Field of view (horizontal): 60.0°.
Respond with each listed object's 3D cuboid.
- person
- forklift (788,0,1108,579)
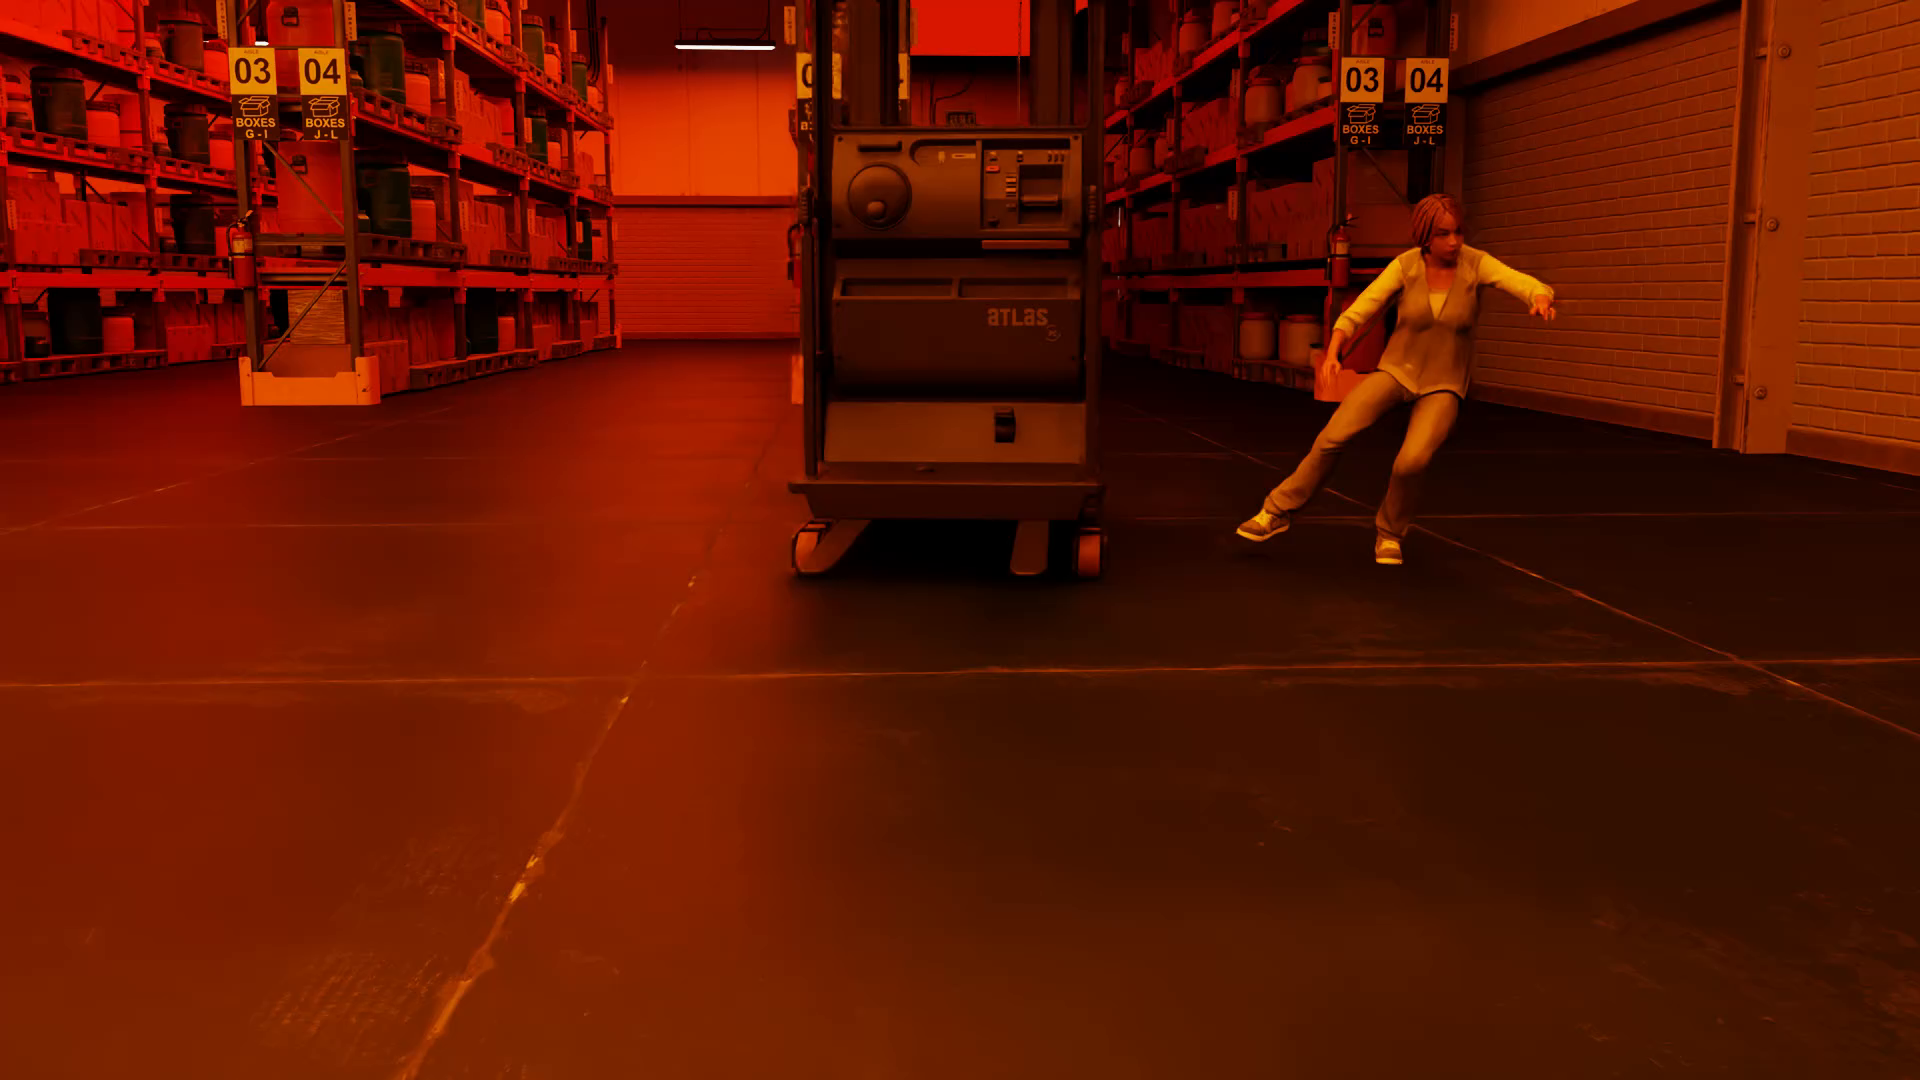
[{"bbox_3d":[1.561,-0.558,6.040,1.090,1.360,0.820,2,9,16],"label":"person"},{"bbox_3d":[-0.022,-1.359,5.983,1.130,2.935,3.031,1,8,3],"label":"forklift"}]
